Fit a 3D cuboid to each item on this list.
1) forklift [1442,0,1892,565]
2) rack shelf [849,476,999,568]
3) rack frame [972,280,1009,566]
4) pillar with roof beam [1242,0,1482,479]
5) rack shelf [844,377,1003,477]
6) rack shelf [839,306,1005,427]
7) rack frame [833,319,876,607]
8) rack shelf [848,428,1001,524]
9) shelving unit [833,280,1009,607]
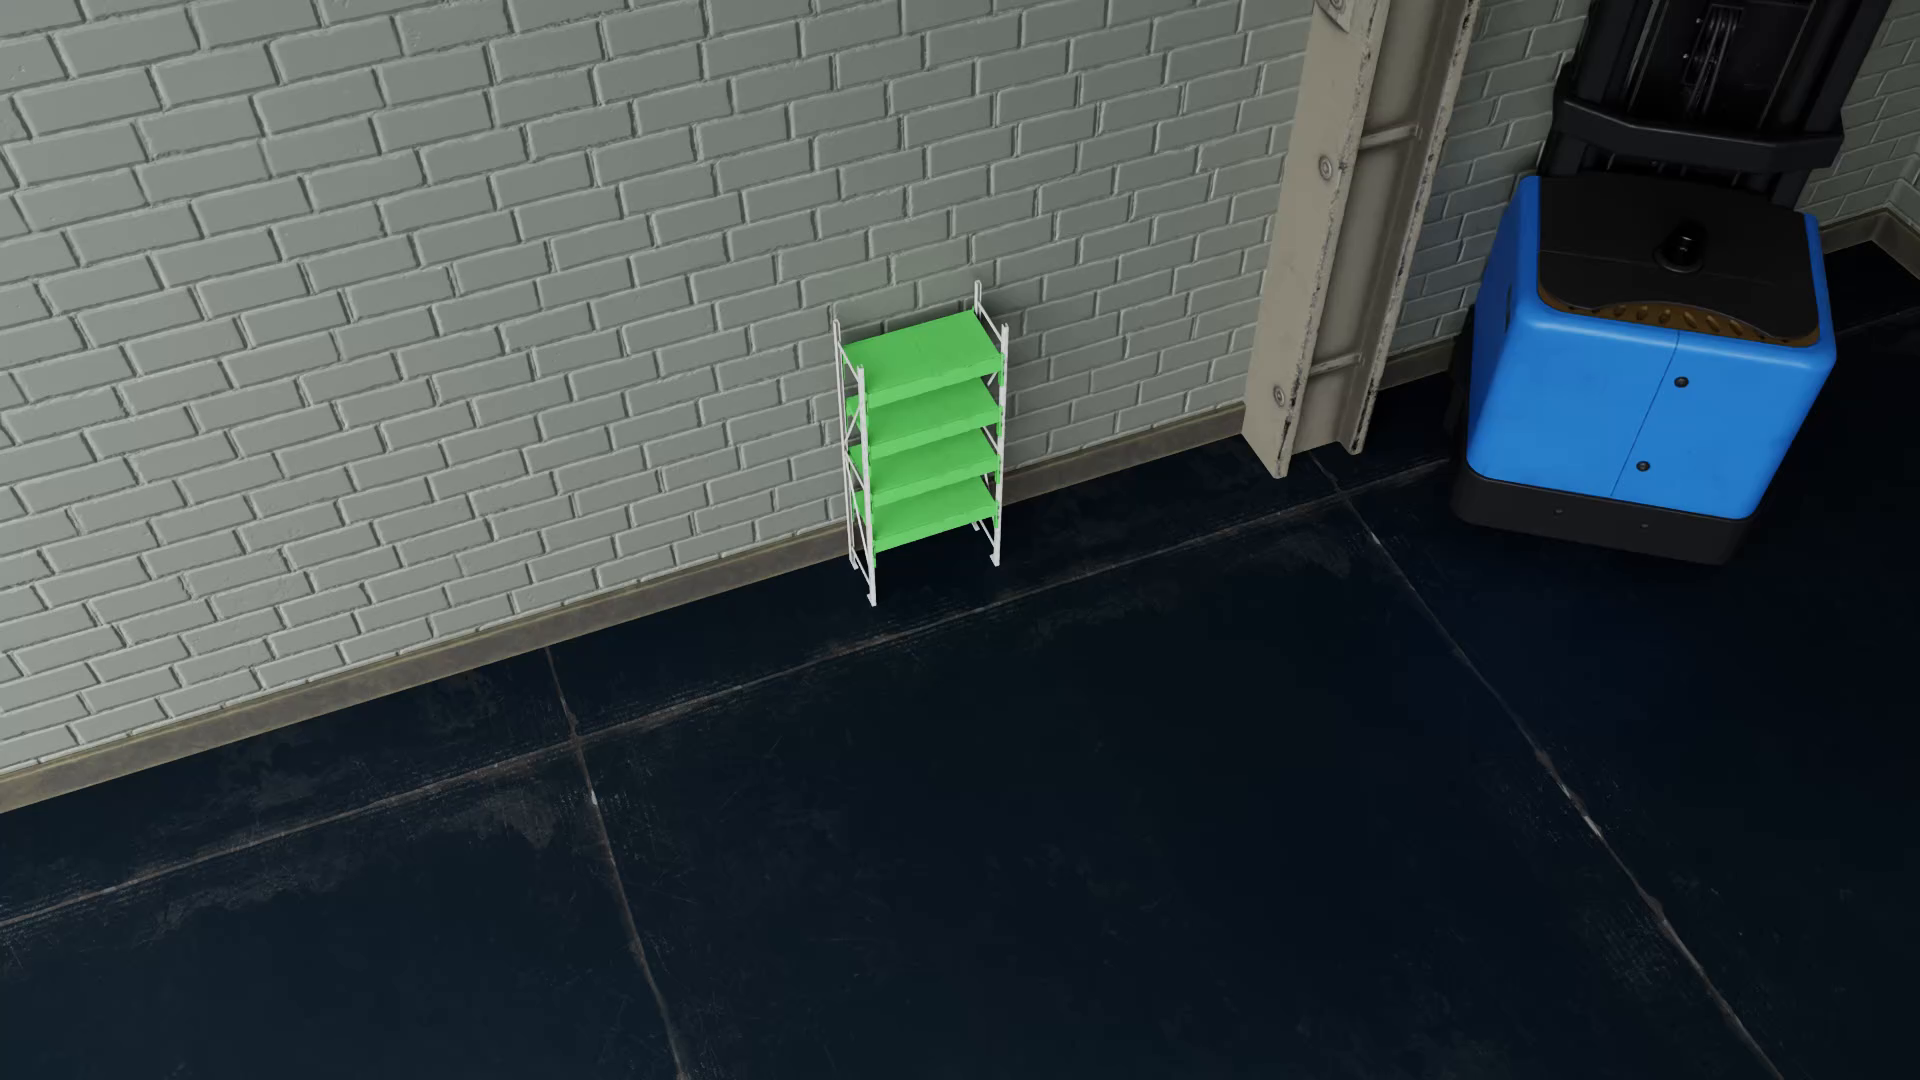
[{"bbox_3d":[2.683,-2.008,6.043,1.130,2.935,3.031,10,50,9],"label":"forklift"},{"bbox_3d":[-0.130,-0.107,5.948,0.480,0.148,0.258,-18,53,-15],"label":"rack shelf"},{"bbox_3d":[0.097,-0.372,5.775,0.015,1.200,0.240,-18,53,-15],"label":"rack frame"},{"bbox_3d":[2.976,-0.309,0.584,0.400,9.000,9.100,-17,52,-14],"label":"pillar with roof beam"},{"bbox_3d":[-0.127,-0.413,5.578,0.480,0.148,0.258,-18,53,-15],"label":"rack shelf"},{"bbox_3d":[-0.125,-0.566,5.394,0.480,0.148,0.258,-18,53,-15],"label":"rack shelf"},{"bbox_3d":[-0.353,-0.229,5.652,0.015,1.200,0.240,-18,53,-15],"label":"rack frame"},{"bbox_3d":[-0.129,-0.260,5.763,0.480,0.148,0.258,-18,53,-15],"label":"rack shelf"},{"bbox_3d":[-0.128,-0.301,5.714,0.503,1.200,0.258,-18,53,-15],"label":"shelving unit"}]
